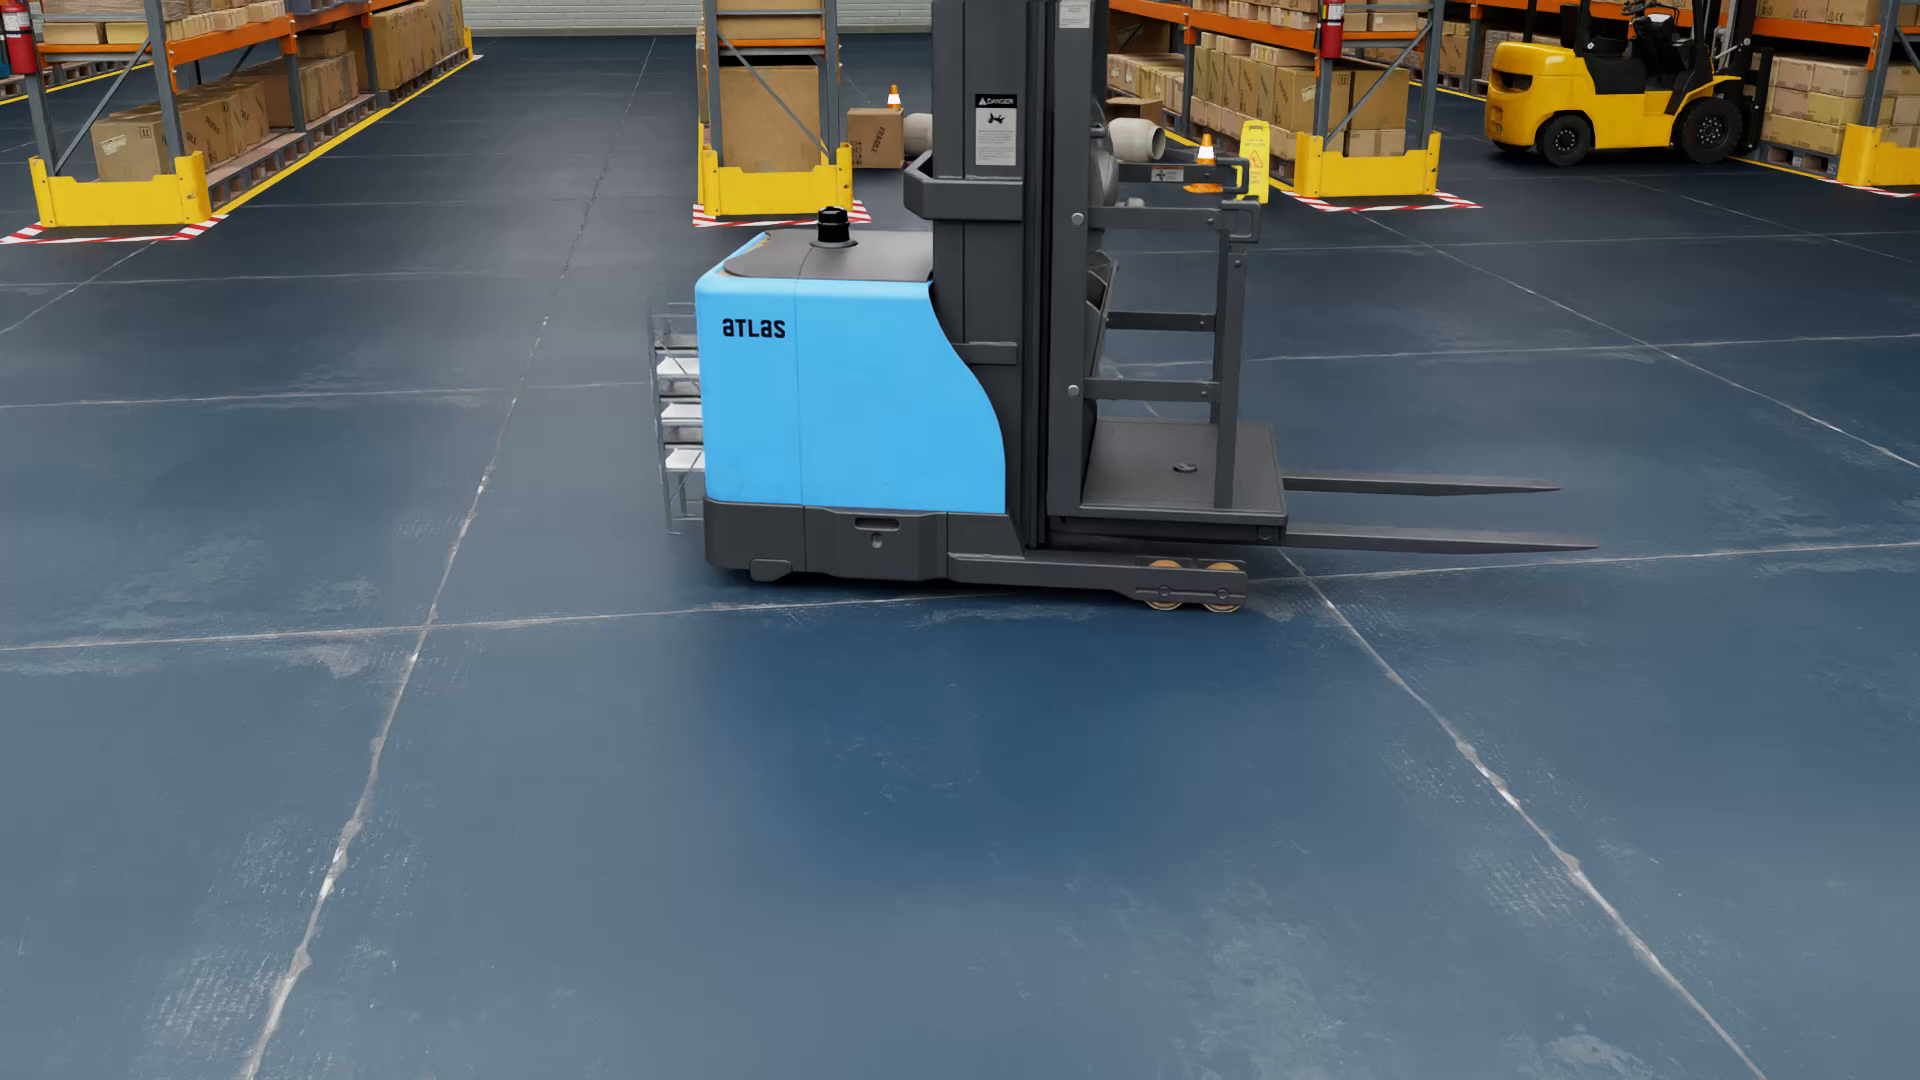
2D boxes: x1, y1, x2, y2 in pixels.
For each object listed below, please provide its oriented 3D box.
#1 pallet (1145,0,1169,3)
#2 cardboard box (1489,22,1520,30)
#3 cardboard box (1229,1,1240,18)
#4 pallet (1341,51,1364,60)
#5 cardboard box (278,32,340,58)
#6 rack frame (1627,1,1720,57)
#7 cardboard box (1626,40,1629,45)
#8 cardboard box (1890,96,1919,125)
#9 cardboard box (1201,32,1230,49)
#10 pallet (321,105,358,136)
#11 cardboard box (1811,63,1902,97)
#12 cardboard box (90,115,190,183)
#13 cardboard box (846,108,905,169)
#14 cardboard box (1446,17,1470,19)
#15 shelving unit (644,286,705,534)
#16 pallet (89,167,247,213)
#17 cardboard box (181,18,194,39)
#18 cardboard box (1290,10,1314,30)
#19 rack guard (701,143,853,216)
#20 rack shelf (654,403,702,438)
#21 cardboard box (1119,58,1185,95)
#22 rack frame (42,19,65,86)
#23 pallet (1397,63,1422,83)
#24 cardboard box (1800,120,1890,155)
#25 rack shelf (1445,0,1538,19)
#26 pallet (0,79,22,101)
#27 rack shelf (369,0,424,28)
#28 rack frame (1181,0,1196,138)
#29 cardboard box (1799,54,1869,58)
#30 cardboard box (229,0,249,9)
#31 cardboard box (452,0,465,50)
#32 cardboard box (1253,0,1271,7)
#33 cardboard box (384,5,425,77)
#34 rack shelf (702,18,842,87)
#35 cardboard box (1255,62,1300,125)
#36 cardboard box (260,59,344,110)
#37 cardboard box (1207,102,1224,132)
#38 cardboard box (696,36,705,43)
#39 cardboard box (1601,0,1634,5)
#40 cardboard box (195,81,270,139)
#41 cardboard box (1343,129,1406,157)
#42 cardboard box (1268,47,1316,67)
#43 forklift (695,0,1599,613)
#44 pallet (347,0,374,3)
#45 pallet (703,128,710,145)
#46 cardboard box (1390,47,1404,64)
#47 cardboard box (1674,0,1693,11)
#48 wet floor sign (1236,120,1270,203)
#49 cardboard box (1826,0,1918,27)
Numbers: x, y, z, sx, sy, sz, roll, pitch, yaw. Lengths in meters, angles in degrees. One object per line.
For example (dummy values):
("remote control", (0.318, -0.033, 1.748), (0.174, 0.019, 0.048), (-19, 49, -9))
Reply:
("pallet", (2.608, -6.318, 19.120), (1.003, 0.211, 1.213), (-3, 21, -8))
("cardboard box", (7.415, -6.962, 22.616), (0.380, 0.149, 0.250), (-2, 21, -6))
("cardboard box", (2.762, -5.020, 15.730), (0.380, 0.149, 0.250), (-3, 21, -7))
("pallet", (6.519, -7.660, 26.423), (1.003, 0.211, 1.213), (-3, 21, -8))
("cardboard box", (-7.312, -5.565, 18.700), (0.500, 0.250, 0.500), (-1, 20, -2))
("rack frame", (7.770, -5.958, 17.882), (1.000, 3.000, 0.127), (-3, 21, -8))
("cardboard box", (7.579, -5.492, 19.426), (0.875, 0.625, 0.625), (-3, 21, -8))
("cardboard box", (8.484, -3.889, 14.958), (0.500, 0.250, 0.500), (-3, 21, -7))
("cardboard box", (2.635, -5.006, 16.664), (0.380, 0.149, 0.250), (-3, 21, -7))
("pallet", (-7.241, -4.593, 18.213), (1.003, 0.211, 1.213), (-3, 21, -8))
("cardboard box", (7.972, -4.094, 14.791), (0.500, 0.250, 0.500), (-2, 21, -6))
("cardboard box", (-6.445, -3.065, 13.107), (0.500, 0.500, 0.500), (1, 20, 2))
("cardboard box", (-0.786, -3.766, 15.582), (0.500, 0.500, 0.500), (1, 20, 2))
("cardboard box", (7.190, -7.410, 23.813), (0.380, 0.149, 0.250), (-4, 21, -10))
("shelving unit", (-0.988, -0.479, 6.201), (0.258, 0.900, 0.210), (1, 20, 7))
("pallet", (-6.464, -2.825, 13.478), (1.003, 0.211, 1.213), (-3, 21, -8))
("cardboard box", (-6.215, -3.990, 12.970), (0.380, 0.149, 0.250), (-3, 21, -8))
("cardboard box", (3.023, -4.405, 14.082), (0.380, 0.149, 0.250), (-3, 21, -8))
("rack guard", (-1.445, -2.858, 13.153), (1.175, 0.500, 0.348), (-3, 21, -8))
("rack shelf", (-0.987, -0.448, 6.212), (0.258, 0.077, 0.200), (1, 20, 7))
("cardboard box", (2.468, -5.606, 20.094), (0.950, 0.372, 0.625), (-3, 21, -9))
("rack frame", (-13.002, -7.727, 22.617), (1.000, 3.000, 0.127), (-3, 21, -8))
("pallet", (6.951, -6.719, 23.903), (1.003, 0.211, 1.213), (-3, 21, -8))
("cardboard box", (7.966, -3.629, 14.974), (0.500, 0.250, 0.500), (-3, 21, -7))
("rack shelf", (6.905, -7.699, 23.570), (1.077, 0.370, 4.000), (-3, 21, -8))
("pallet", (-12.753, -5.728, 21.251), (1.003, 0.211, 1.213), (-3, 21, -8))
("rack shelf", (-7.813, -6.947, 21.558), (1.077, 0.370, 4.000), (-3, 21, -8))
("rack frame", (2.859, -5.707, 17.208), (1.000, 3.000, 0.127), (-3, 21, -8))
("cardboard box", (8.328, -4.473, 15.805), (0.500, 0.250, 0.500), (-3, 21, -8))
("cardboard box", (-6.735, -4.891, 14.457), (0.875, 0.500, 0.500), (-3, 21, -8))
("cardboard box", (-8.506, -8.345, 26.710), (0.875, 0.875, 0.875), (-3, 21, -8))
("cardboard box", (2.948, -5.029, 14.825), (0.500, 0.500, 0.500), (-3, 21, -8))
("cardboard box", (-7.859, -6.648, 22.165), (1.225, 0.875, 0.875), (-4, 21, -10))
("rack shelf", (-1.737, -4.392, 14.718), (1.077, 0.370, 4.000), (-3, 21, -8))
("cardboard box", (2.983, -4.026, 14.967), (0.500, 0.500, 0.500), (-2, 21, -6))
("cardboard box", (-7.227, -5.009, 18.283), (0.700, 0.500, 0.500), (-1, 21, -3))
("cardboard box", (2.765, -4.213, 16.539), (0.500, 0.250, 0.500), (-2, 21, -5))
("cardboard box", (-2.339, -5.109, 18.224), (1.050, 0.750, 0.750), (-3, 21, -8))
("cardboard box", (7.438, -6.049, 18.340), (0.500, 0.250, 0.500), (-2, 21, -7))
("cardboard box", (-6.930, -4.092, 15.857), (0.500, 0.500, 0.500), (-4, 21, -9))
("cardboard box", (3.593, -3.524, 14.693), (0.500, 0.250, 0.500), (-3, 21, -8))
("cardboard box", (2.942, -4.273, 14.702), (0.380, 0.149, 0.250), (-2, 21, -6))
("forklift", (0.665, -1.326, 5.577), (3.031, 2.935, 1.130), (3, 21, 7))
("pallet", (-7.316, -6.260, 18.965), (1.213, 0.211, 1.003), (-3, 21, -8))
("pallet", (-1.993, -3.848, 16.218), (1.003, 0.211, 1.213), (-3, 21, -8))
("cardboard box", (6.618, -7.218, 24.227), (0.500, 0.500, 0.500), (-4, 21, -9))
("cardboard box", (7.667, -5.659, 16.937), (0.500, 0.500, 0.500), (-3, 21, -7))
("wet floor sign", (2.404, -3.099, 13.591), (0.267, 0.644, 0.232), (4, 21, 11))
("cardboard box", (8.016, -4.777, 14.577), (0.500, 0.500, 0.500), (-3, 21, -9))
